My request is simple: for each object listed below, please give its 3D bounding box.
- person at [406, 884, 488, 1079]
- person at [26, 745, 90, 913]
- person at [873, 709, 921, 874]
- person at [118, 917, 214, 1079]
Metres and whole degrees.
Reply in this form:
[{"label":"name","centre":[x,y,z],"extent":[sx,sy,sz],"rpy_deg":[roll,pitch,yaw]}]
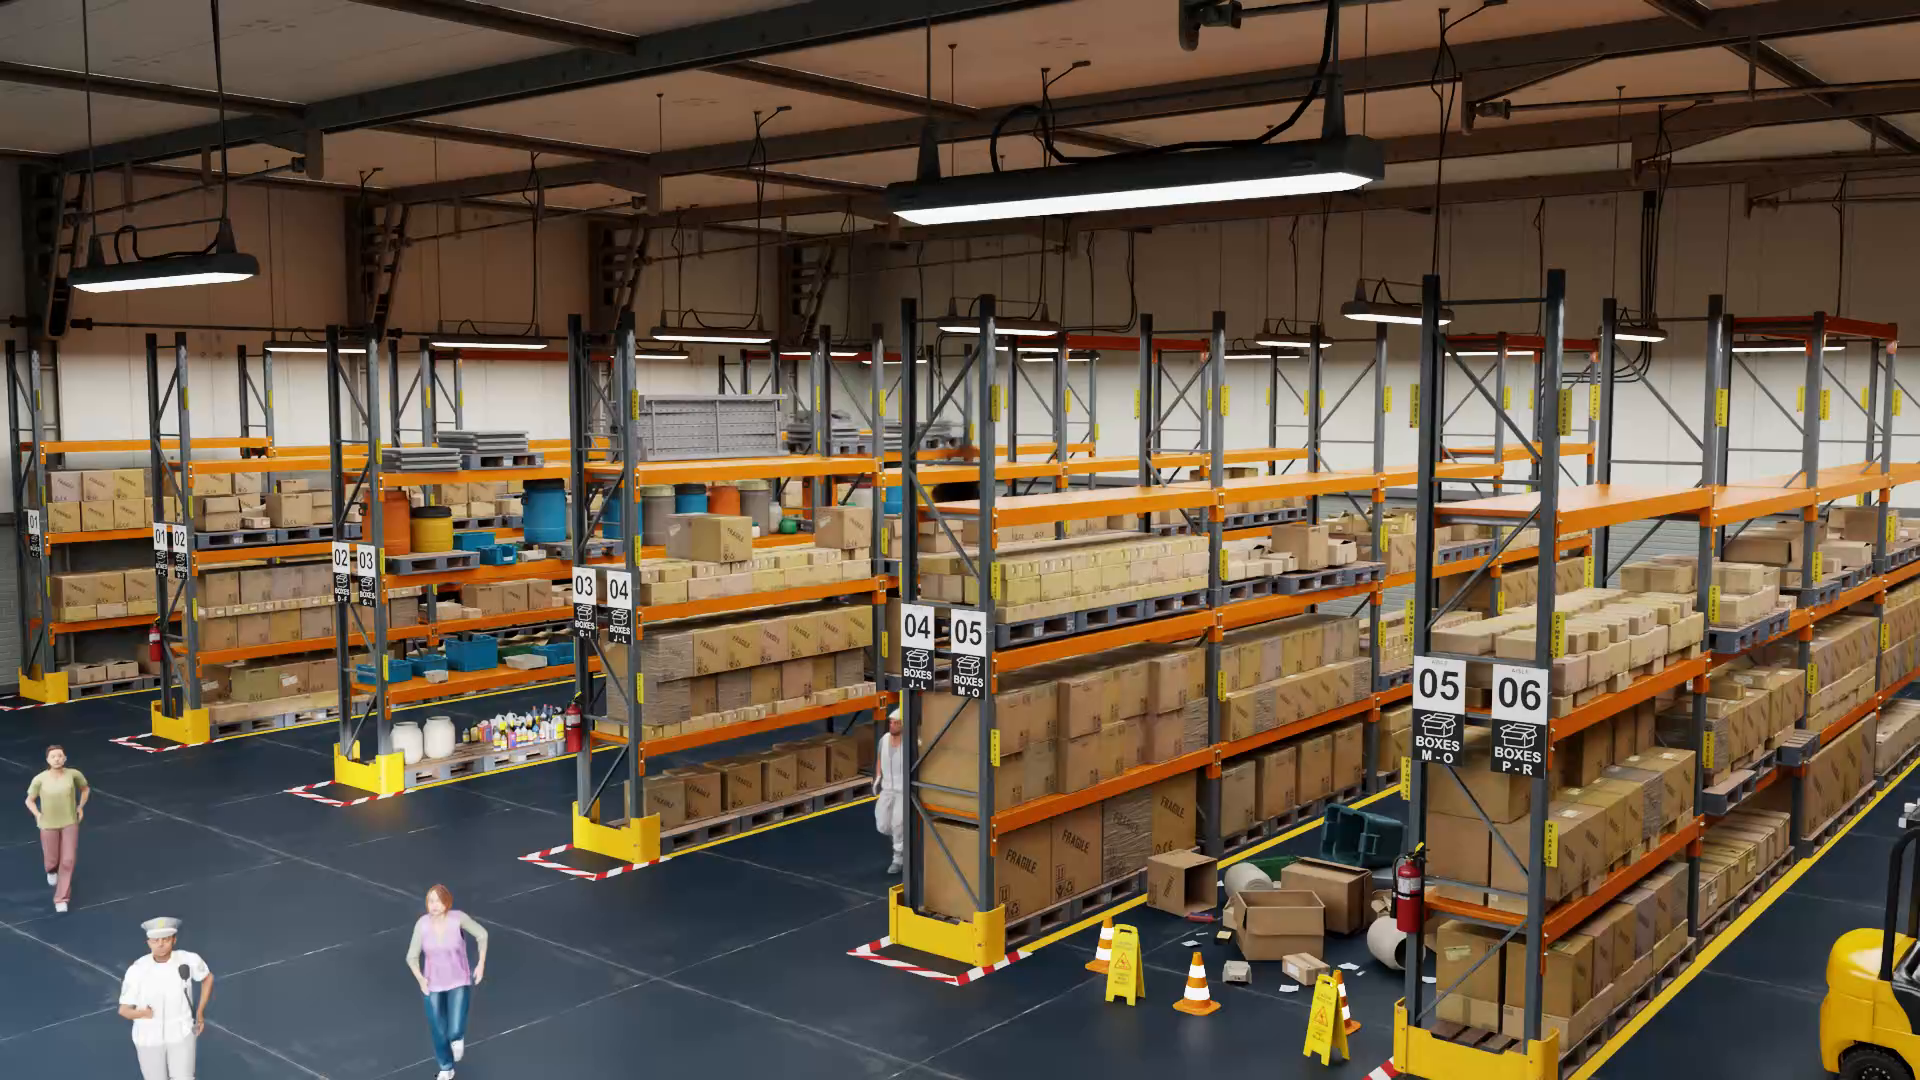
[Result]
[{"label":"person","centre":[-3.780,3.298,12.253],"extent":[0.566,1.558,0.597],"rpy_deg":[-1,5,-9]},{"label":"person","centre":[-9.009,2.855,16.651],"extent":[0.579,1.637,0.776],"rpy_deg":[-3,6,-33]},{"label":"person","centre":[-0.638,2.686,17.914],"extent":[0.656,1.754,0.593],"rpy_deg":[3,6,27]},{"label":"person","centre":[-5.238,3.336,10.992],"extent":[0.556,1.756,0.714],"rpy_deg":[-2,5,-20]}]
